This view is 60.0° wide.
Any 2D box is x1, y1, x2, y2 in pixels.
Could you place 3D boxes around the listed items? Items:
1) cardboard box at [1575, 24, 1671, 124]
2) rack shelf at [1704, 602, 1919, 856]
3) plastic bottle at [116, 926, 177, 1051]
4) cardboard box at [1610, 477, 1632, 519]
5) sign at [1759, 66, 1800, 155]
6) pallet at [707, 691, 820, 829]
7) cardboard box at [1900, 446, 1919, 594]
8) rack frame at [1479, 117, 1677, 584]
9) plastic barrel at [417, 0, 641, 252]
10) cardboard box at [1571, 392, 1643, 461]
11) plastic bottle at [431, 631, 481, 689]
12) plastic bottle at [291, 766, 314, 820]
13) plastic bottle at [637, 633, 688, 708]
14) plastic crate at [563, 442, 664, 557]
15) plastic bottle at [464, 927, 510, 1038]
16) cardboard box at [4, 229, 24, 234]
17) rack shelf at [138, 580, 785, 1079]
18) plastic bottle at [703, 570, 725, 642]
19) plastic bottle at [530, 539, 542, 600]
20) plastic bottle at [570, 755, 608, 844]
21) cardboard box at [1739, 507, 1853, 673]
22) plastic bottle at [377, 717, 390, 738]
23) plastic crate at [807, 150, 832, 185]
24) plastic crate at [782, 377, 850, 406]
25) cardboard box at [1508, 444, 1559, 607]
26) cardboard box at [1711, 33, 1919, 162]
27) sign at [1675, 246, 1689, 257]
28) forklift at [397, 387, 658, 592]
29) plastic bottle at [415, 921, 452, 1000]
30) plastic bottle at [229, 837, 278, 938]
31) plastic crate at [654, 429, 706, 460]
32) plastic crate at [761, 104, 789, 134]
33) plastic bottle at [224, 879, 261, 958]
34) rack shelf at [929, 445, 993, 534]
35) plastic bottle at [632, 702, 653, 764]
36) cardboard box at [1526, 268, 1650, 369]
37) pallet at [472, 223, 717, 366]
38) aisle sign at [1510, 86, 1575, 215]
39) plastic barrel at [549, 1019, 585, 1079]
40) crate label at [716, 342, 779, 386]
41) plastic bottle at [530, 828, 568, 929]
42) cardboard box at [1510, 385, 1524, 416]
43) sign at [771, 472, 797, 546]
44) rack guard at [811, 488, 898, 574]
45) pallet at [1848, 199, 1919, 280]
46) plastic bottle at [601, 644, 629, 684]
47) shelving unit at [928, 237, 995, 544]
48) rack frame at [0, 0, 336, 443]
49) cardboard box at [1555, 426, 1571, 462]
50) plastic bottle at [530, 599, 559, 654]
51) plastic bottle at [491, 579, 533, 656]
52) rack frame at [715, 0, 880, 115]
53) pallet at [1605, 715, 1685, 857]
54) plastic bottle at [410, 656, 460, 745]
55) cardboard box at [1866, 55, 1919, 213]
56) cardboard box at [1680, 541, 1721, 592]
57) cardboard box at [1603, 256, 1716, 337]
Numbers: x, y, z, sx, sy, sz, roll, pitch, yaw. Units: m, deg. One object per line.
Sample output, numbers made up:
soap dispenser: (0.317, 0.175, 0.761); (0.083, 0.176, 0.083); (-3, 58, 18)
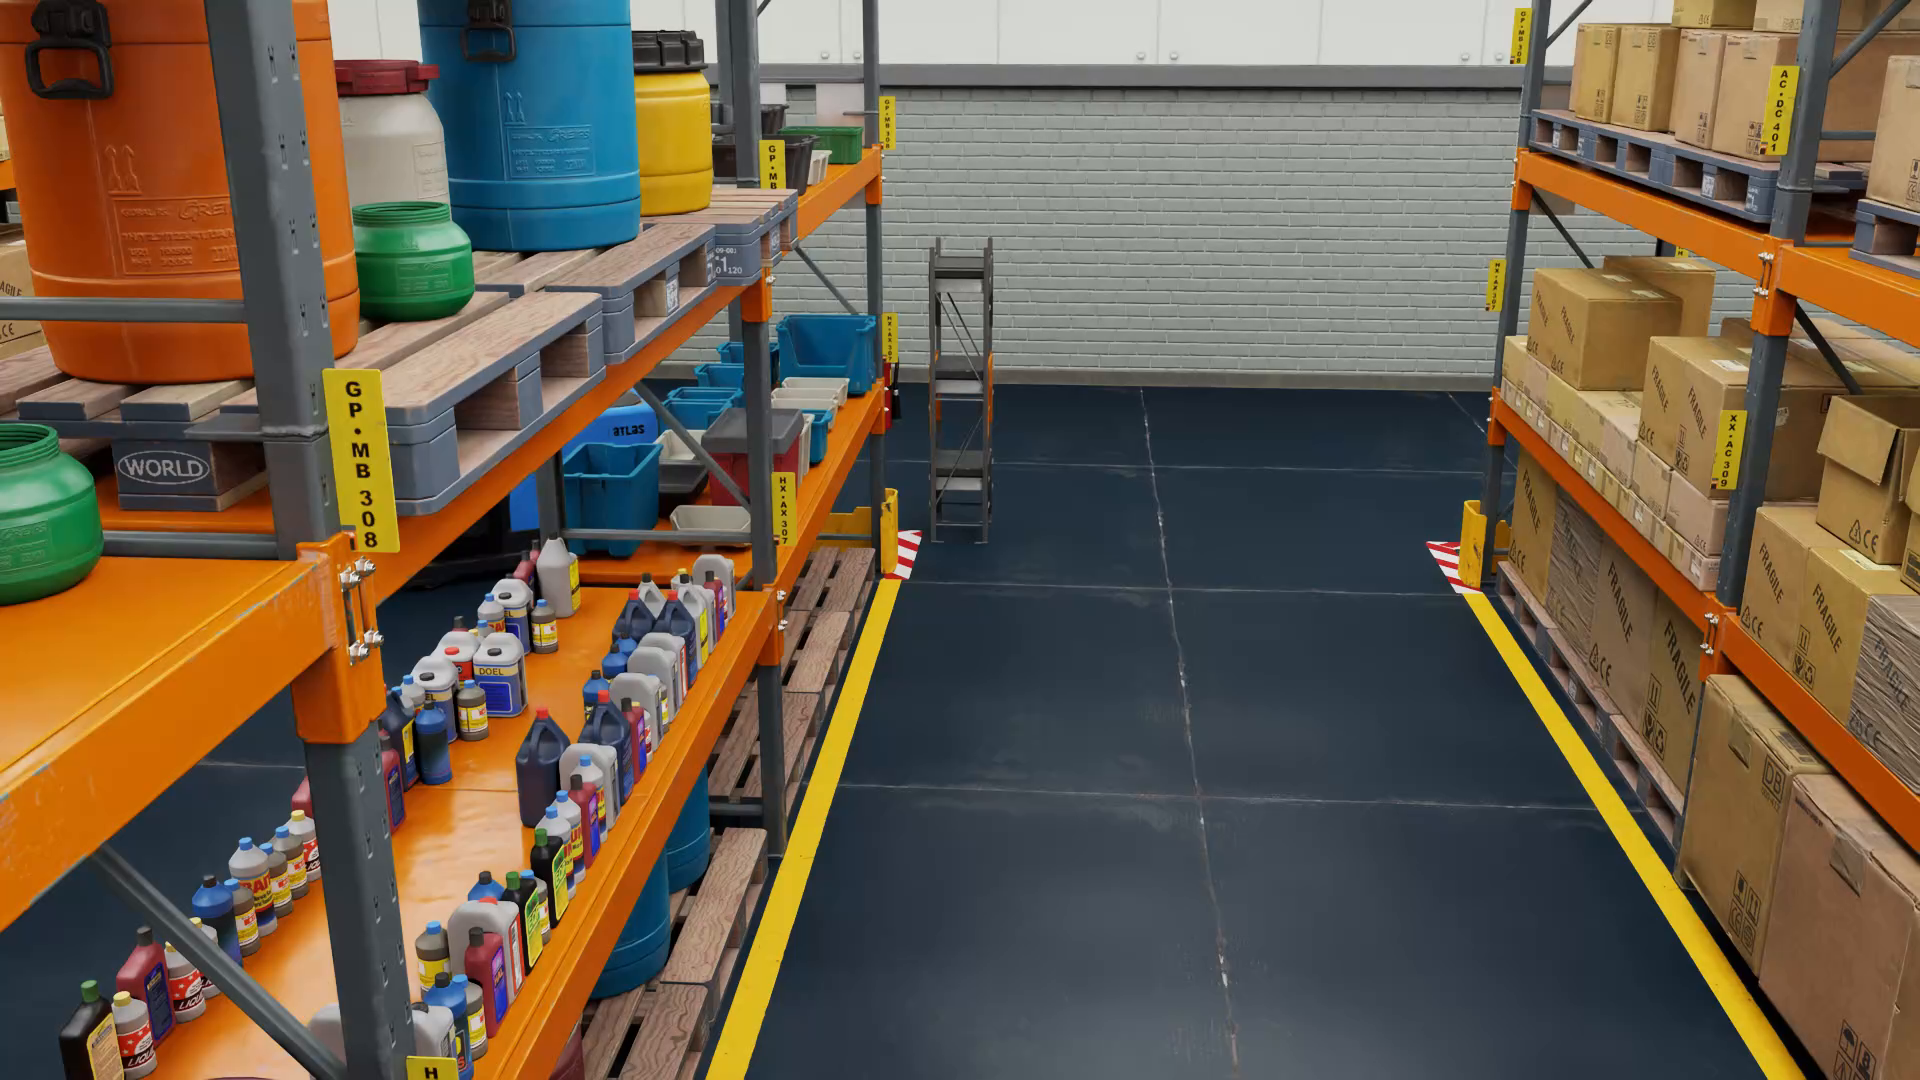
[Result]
cardboard box: (3.789, -2.528, 9.008); (0.700, 0.500, 0.500); (1, 18, 2)
rack shelf: (3.503, 1.063, 5.018); (1.077, 0.370, 4.000); (1, 18, 4)
plastic bottle: (-1.960, 1.080, 3.997); (0.061, 0.283, 0.133); (1, 18, 4)
cardboard box: (3.415, -0.203, 8.128); (0.380, 0.149, 0.250); (2, 18, 5)
sign: (3.093, -1.621, 6.278); (0.100, 0.325, 0.005); (1, 18, 4)
pallet: (-1.280, 1.085, 8.273); (1.003, 0.211, 1.213); (1, 18, 4)
cardboard box: (3.548, -0.013, 5.374); (0.797, 0.503, 0.637); (1, 18, 5)
rack frame: (3.933, -1.143, 10.593); (1.000, 3.000, 0.127); (1, 18, 4)
plastic barrel: (-1.263, -1.341, 4.901); (0.600, 0.901, 0.708); (1, 18, 4)
cardboard box: (3.527, -0.590, 8.670); (0.500, 0.250, 0.500); (1, 18, 3)
plastic bottle: (-1.773, 0.471, 5.868); (0.152, 0.276, 0.135); (1, 18, 4)
plastic bottle: (-1.895, 0.797, 4.862); (0.061, 0.283, 0.133); (1, 18, 4)
plastic bottle: (-1.062, 0.448, 5.939); (0.152, 0.276, 0.135); (1, 18, 4)
plastic crate: (-1.600, -0.184, 7.598); (0.392, 0.384, 0.575); (1, 18, 4)
plastic bottle: (-1.158, 1.059, 4.063); (0.061, 0.283, 0.133); (1, 18, 4)
cardboard box: (-5.705, -1.743, 10.660); (0.500, 0.500, 0.500); (1, 18, 3)
rack shelf: (-1.437, 0.952, 5.356); (1.077, 0.370, 4.000); (1, 18, 4)
plastic bottle: (-0.970, 0.247, 6.539); (0.061, 0.283, 0.133); (1, 18, 4)
plastic bottle: (-1.745, 0.149, 6.839); (0.061, 0.283, 0.133); (1, 18, 4)
plastic bottle: (-1.108, 0.771, 4.959); (0.097, 0.271, 0.097); (0, 18, 0)
cardboard box: (3.364, 0.189, 6.367); (0.500, 0.500, 0.500); (1, 18, 4)
plastic bottle: (-1.811, 0.699, 5.159); (0.061, 0.283, 0.133); (1, 18, 4)
plastic crate: (-0.907, -1.906, 8.529); (0.437, 0.136, 0.530); (1, 18, 4)
plastic crate: (-0.885, -0.899, 10.177); (0.396, 0.136, 0.243); (1, 18, 4)
cardboard box: (3.967, -0.132, 10.247); (0.875, 0.875, 0.875); (1, 18, 4)
cardboard box: (3.643, -1.865, 6.984); (0.700, 0.500, 0.500); (0, 18, 1)
sign: (4.474, -1.789, 10.326); (0.100, 0.325, 0.005); (1, 18, 4)
forklift: (-3.615, -1.239, 10.997); (3.031, 2.935, 1.130); (-8, 20, -23)
plastic bottle: (-1.319, 1.058, 4.196); (0.097, 0.201, 0.097); (0, 18, 0)
plastic bottle: (-1.906, 0.929, 4.476); (0.097, 0.271, 0.097); (0, 18, 0)
plastic crate: (-1.469, -0.462, 8.842); (0.293, 0.136, 0.466); (1, 18, 4)
plastic crate: (-1.312, -2.503, 10.138); (0.497, 0.269, 0.590); (1, 18, 4)
plastic bottle: (-1.913, 0.993, 4.395); (0.097, 0.201, 0.097); (0, 18, 0)
rack shelf: (0.012, -0.371, 11.975); (0.431, 0.518, 0.480); (1, 18, 4)
plastic bottle: (-1.069, 0.634, 5.491); (0.097, 0.201, 0.097); (0, 18, 0)
cardboard box: (3.594, -1.271, 9.543); (0.500, 0.500, 0.500); (1, 18, 3)
pallet: (-1.331, -0.749, 4.877); (1.003, 0.211, 1.213); (1, 18, 4)
aisle sign: (3.639, -2.407, 10.277); (0.394, 0.787, 0.004); (1, 18, 4)
plastic barrel: (-1.481, 1.675, 5.193); (0.600, 0.588, 0.708); (1, 18, 4)
crate label: (-1.353, -1.133, 10.736); (0.416, 0.233, 0.303); (1, 18, 4)
plastic bottle: (-1.122, 0.904, 4.535); (0.061, 0.283, 0.133); (1, 18, 4)
cardboard box: (3.562, -0.841, 10.075); (0.380, 0.149, 0.250); (1, 18, 3)
sign: (-0.745, -0.130, 7.057); (0.100, 0.325, 0.005); (1, 18, 4)
rack guard: (-1.018, -0.073, 11.343); (1.175, 0.500, 0.348); (1, 18, 4)
pallet: (3.630, -0.949, 5.492); (0.805, 0.209, 1.217); (1, 18, 2)
plastic bottle: (-1.197, 0.495, 5.803); (0.097, 0.271, 0.097); (0, 18, 0)
shelving unit: (0.012, -1.049, 11.753); (0.431, 2.100, 0.503); (1, 18, 4)
rack frame: (-1.580, -1.620, 2.414); (1.000, 3.000, 0.127); (1, 18, 4)
cardboard box: (3.489, -0.521, 9.099); (0.380, 0.149, 0.250); (1, 18, 3)
plastic bottle: (-1.607, 0.329, 6.420); (0.097, 0.201, 0.097); (0, 18, 0)
plastic bottle: (-1.733, 0.297, 6.399); (0.152, 0.276, 0.135); (1, 18, 4)
rack frame: (-1.007, -4.104, 9.996); (1.000, 3.000, 0.127); (1, 18, 4)
pallet: (3.779, 1.190, 7.951); (1.003, 0.211, 1.213); (1, 18, 4)
plastic bottle: (-1.790, 0.543, 5.648); (0.152, 0.276, 0.135); (1, 18, 4)
cardboard box: (3.615, -1.393, 5.703); (0.700, 0.500, 0.500); (2, 18, 5)
cardboard box: (3.342, 0.117, 7.152); (0.380, 0.149, 0.250); (1, 18, 4)
cardboard box: (4.161, -1.412, 9.974); (0.500, 0.500, 0.500); (2, 18, 5)
